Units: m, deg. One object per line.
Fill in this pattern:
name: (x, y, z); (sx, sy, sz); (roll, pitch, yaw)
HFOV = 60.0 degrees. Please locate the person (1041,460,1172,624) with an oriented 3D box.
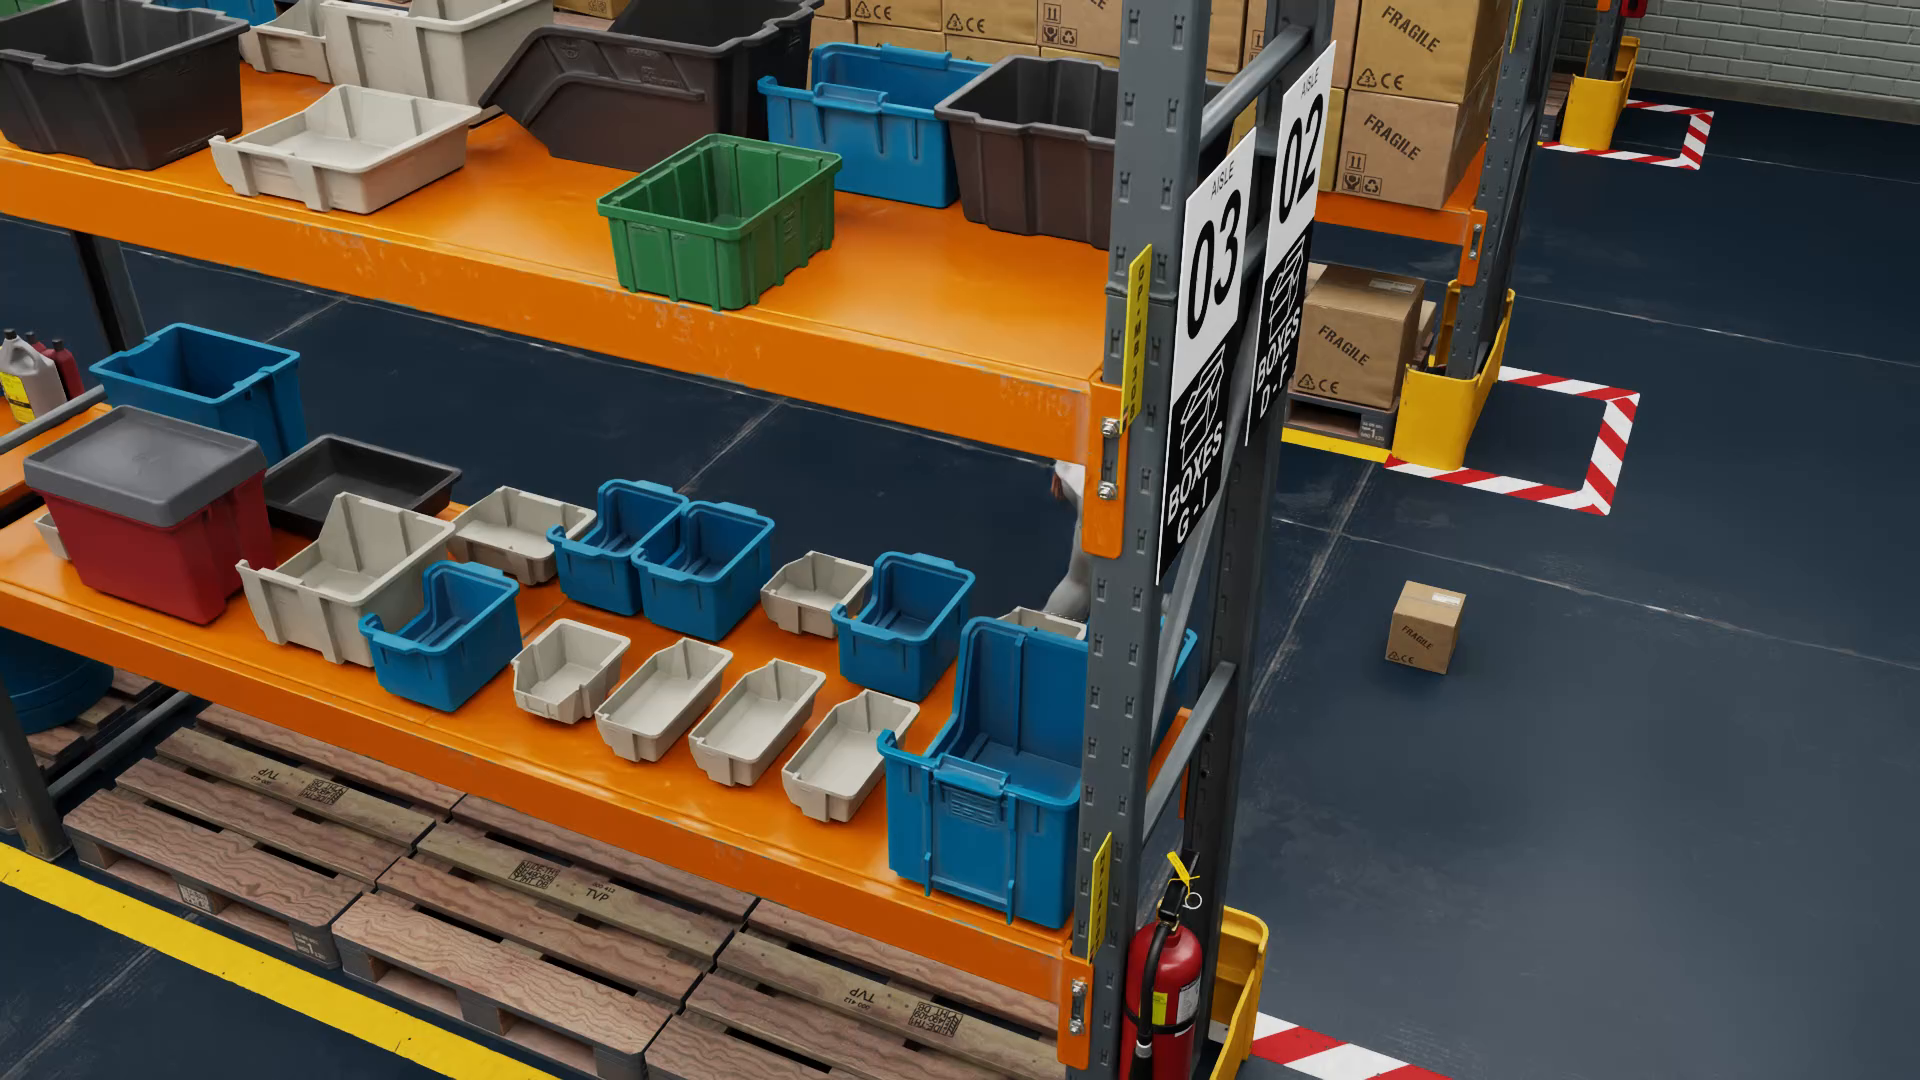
person: (0.646, -0.233, 6.486); (0.932, 1.715, 0.539); (-14, 36, -20)
